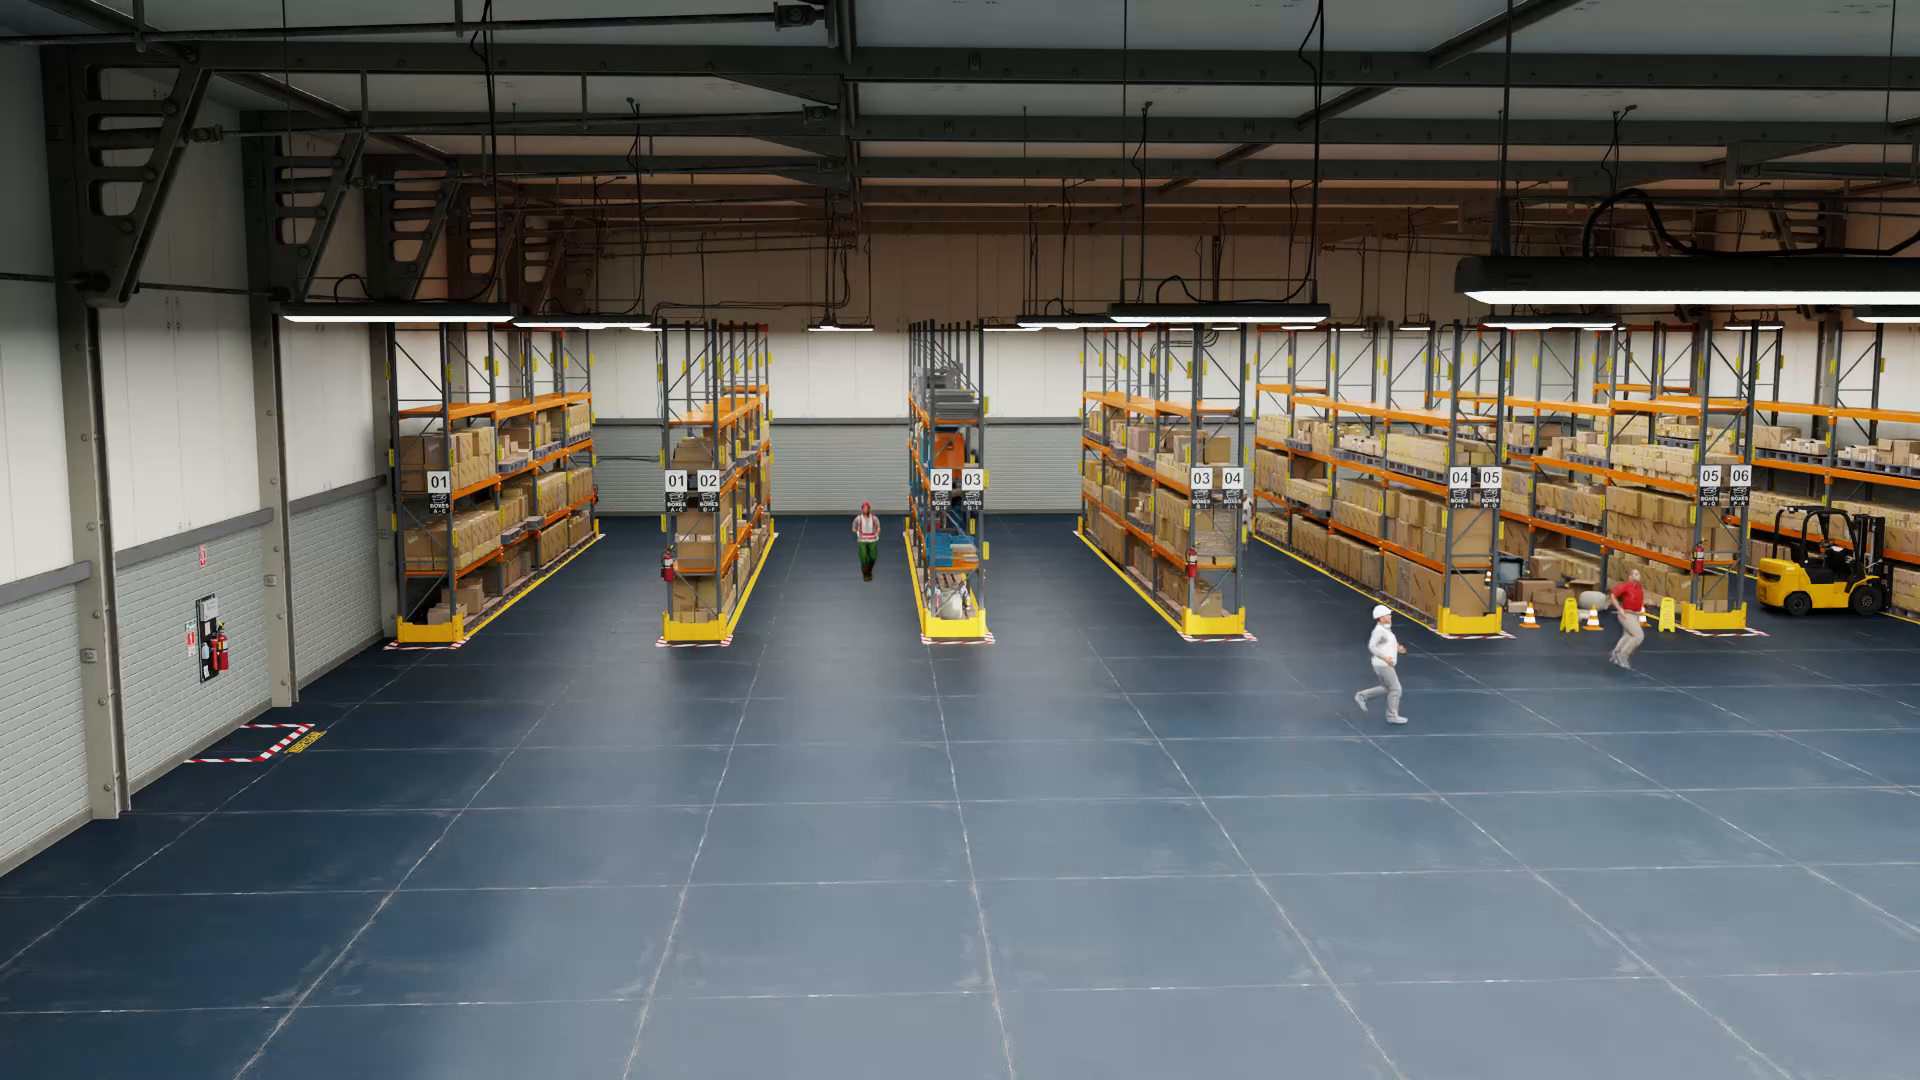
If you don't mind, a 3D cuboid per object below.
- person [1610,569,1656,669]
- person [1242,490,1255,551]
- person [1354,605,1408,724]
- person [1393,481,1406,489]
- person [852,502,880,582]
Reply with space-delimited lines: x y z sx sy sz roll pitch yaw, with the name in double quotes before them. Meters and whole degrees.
"person" 11.586 1.362 28.635 0.709 1.755 0.630 7 10 45
"person" 7.515 -0.522 43.911 0.633 1.633 0.776 -1 7 -6
"person" 6.243 1.831 24.605 0.803 1.739 0.668 3 8 20
"person" 13.077 -1.183 49.519 0.795 1.647 0.617 0 7 -2
"person" -2.037 0.051 36.555 0.648 1.762 0.564 -1 7 -11
